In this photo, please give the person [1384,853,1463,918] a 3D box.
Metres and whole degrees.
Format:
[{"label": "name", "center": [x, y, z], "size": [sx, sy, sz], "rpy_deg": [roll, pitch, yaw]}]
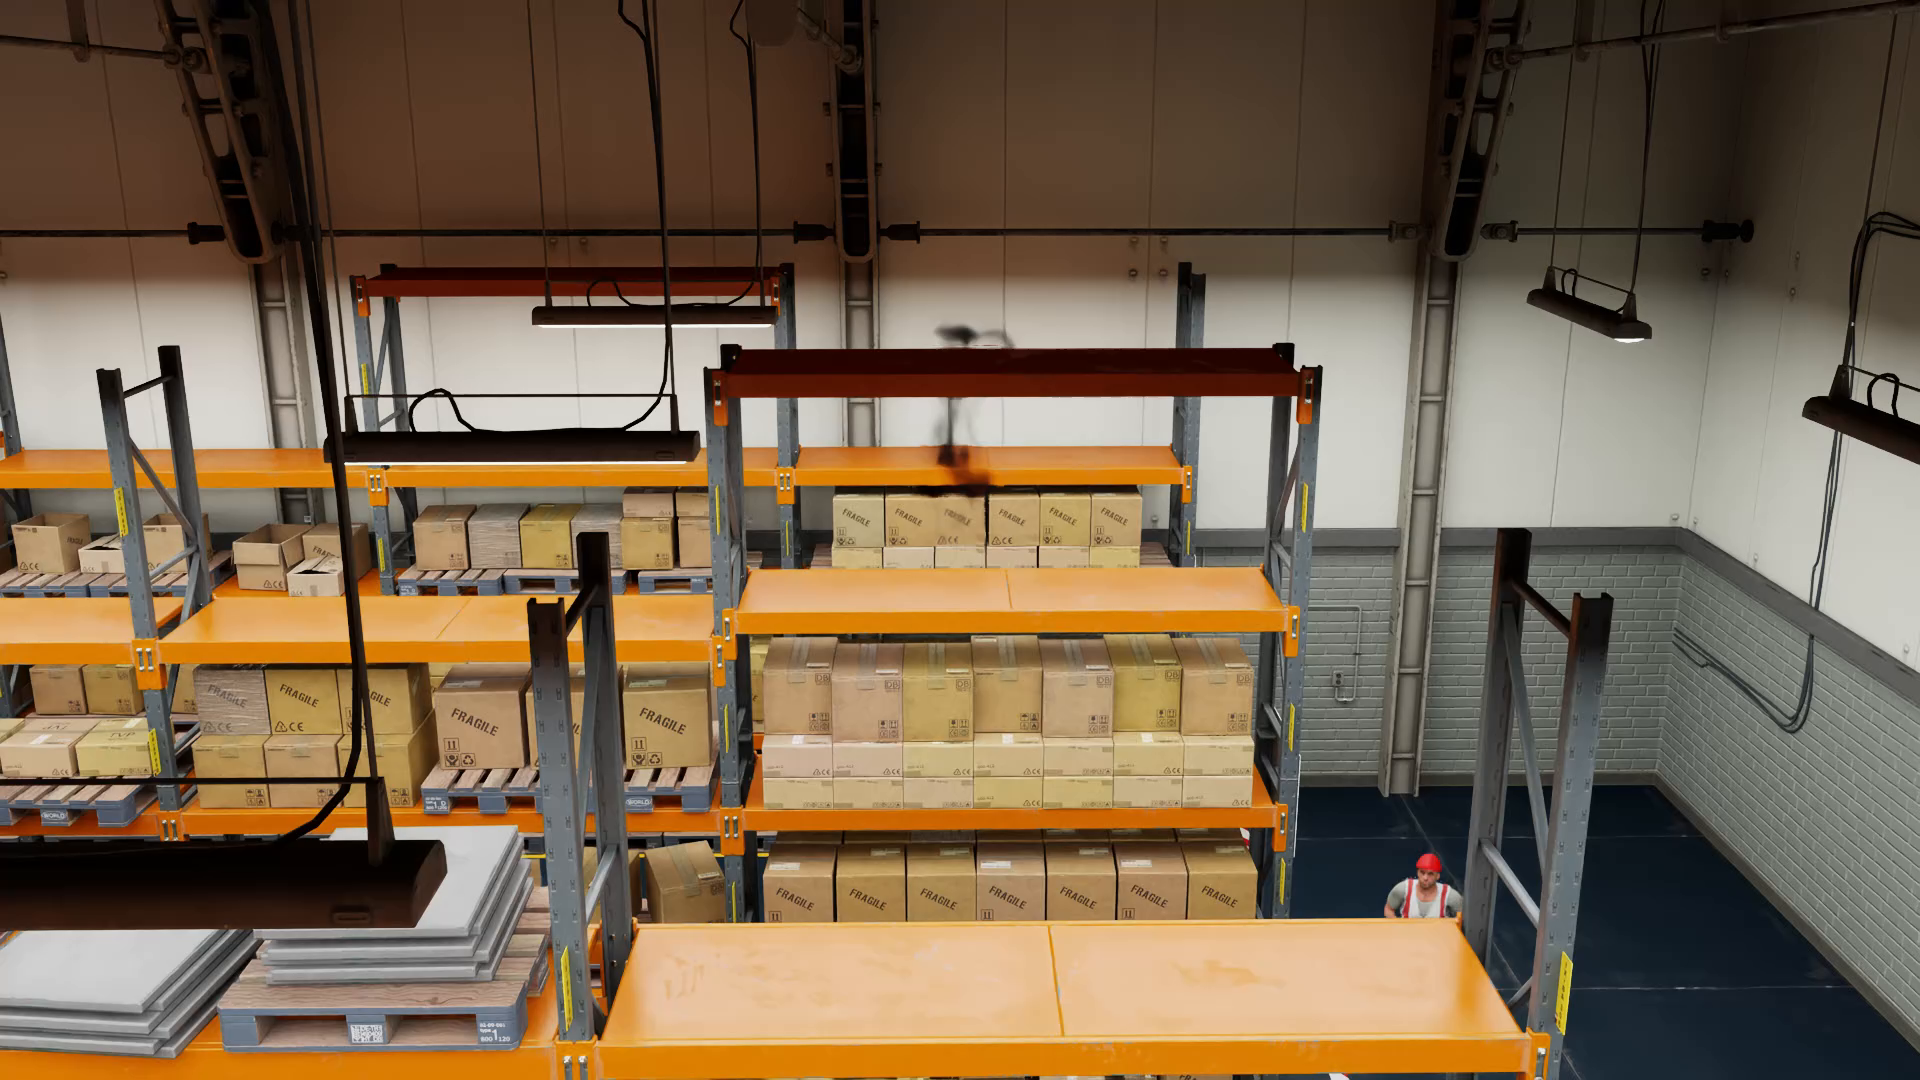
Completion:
[{"label": "person", "center": [3.846, 3.389, 13.798], "size": [0.683, 1.770, 0.711], "rpy_deg": [6, 17, 21]}]
